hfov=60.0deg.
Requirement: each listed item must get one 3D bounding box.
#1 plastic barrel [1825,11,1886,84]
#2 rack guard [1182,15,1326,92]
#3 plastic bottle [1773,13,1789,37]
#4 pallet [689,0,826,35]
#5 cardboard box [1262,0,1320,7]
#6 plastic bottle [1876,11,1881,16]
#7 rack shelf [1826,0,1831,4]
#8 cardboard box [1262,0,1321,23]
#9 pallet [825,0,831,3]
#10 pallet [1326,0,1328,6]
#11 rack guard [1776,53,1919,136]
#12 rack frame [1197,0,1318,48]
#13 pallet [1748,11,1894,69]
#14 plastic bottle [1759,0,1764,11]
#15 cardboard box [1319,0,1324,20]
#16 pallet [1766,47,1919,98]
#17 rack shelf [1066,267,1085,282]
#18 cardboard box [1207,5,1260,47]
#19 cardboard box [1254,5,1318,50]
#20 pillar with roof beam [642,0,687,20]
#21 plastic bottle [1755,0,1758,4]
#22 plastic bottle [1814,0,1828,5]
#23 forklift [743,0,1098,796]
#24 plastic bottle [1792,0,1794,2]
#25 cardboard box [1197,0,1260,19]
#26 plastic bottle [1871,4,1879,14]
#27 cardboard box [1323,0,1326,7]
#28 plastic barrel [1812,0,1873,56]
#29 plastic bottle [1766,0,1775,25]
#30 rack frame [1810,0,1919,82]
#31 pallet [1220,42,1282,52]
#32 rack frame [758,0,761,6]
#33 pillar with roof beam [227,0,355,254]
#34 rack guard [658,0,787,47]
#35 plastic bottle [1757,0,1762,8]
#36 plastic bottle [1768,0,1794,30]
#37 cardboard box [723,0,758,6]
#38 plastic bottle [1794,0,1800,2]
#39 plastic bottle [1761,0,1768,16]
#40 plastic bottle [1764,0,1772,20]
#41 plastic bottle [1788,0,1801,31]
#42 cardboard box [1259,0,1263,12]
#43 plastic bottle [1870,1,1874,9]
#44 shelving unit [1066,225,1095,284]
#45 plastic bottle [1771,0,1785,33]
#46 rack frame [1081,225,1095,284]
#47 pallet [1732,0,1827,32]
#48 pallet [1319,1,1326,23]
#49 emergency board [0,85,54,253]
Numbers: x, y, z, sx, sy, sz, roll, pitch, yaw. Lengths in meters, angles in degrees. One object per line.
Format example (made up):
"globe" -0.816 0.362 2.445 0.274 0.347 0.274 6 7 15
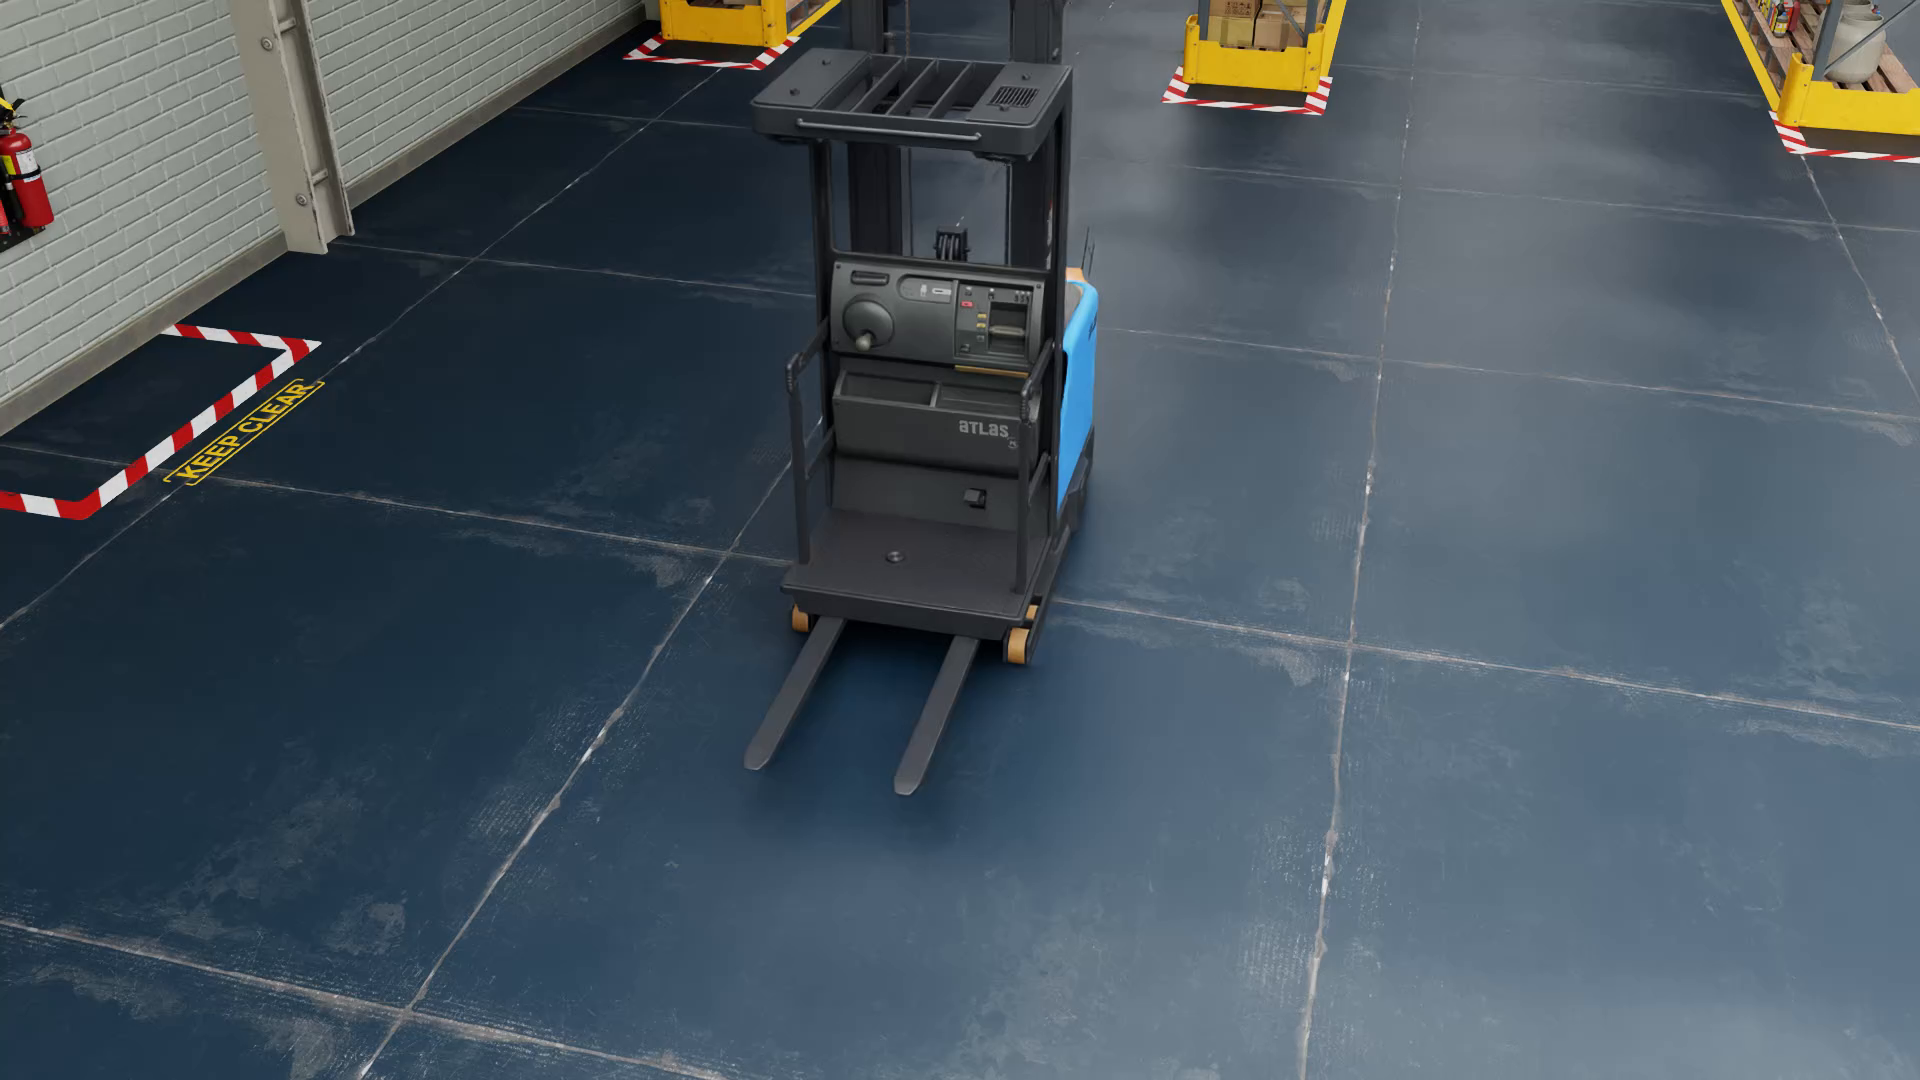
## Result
"plastic barrel" 7.433 -4.094 13.821 0.421 0.512 0.421 0 32 0
"rack guard" 2.544 -4.224 14.428 1.175 0.500 0.348 8 33 12
"plastic bottle" 7.382 -4.632 14.939 0.097 0.201 0.097 0 32 0
"pallet" -1.983 -5.243 16.301 1.003 0.211 1.213 8 33 12
"cardboard box" 3.026 -5.132 14.999 0.500 0.500 0.500 8 33 12
"plastic bottle" 8.102 -4.547 14.740 0.097 0.271 0.097 0 32 0
"rack shelf" 7.848 -5.349 14.539 1.077 0.370 4.000 8 33 12
"cardboard box" 3.025 -4.816 15.201 0.500 0.250 0.500 8 33 12
"pallet" -1.671 -5.874 17.293 1.003 0.211 1.213 8 33 12
"pallet" 3.323 -5.783 17.150 1.003 0.211 1.213 8 33 12
"rack guard" 7.314 -3.606 13.456 1.175 0.500 0.348 8 33 12
"rack frame" 2.550 -5.291 13.777 1.000 3.000 0.127 8 33 12
"pallet" 7.837 -4.536 15.188 1.003 0.211 1.213 8 33 12
"plastic bottle" 7.607 -5.091 15.661 0.097 0.201 0.097 0 32 0
"cardboard box" 3.152 -5.075 15.609 0.500 0.250 0.500 8 33 12
"pallet" 7.525 -3.905 14.195 1.003 0.211 1.213 8 33 12
"rack shelf" 0.550 -1.327 8.621 0.180 0.103 0.258 4 32 -6
"cardboard box" 2.400 -4.626 14.903 0.500 0.250 0.500 8 33 12
"cardboard box" 2.901 -4.556 14.792 0.500 0.250 0.500 8 33 12
"pillar with roof beam" 1.262 -8.390 13.060 9.100 9.000 0.400 8 33 12
"plastic bottle" 7.701 -5.298 15.847 0.144 0.351 0.185 7 33 10
"plastic bottle" 8.272 -5.261 15.858 0.152 0.276 0.135 8 33 12
"forklift" -0.151 -0.911 6.952 1.130 2.935 3.031 8 33 12
"plastic bottle" 7.674 -4.924 15.398 0.097 0.201 0.097 0 32 0
"cardboard box" 2.398 -4.943 14.702 0.500 0.500 0.500 8 33 12
"plastic bottle" 8.177 -4.667 14.918 0.061 0.283 0.133 9 33 13
"cardboard box" 3.283 -5.334 16.016 0.500 0.250 0.500 8 33 12
"plastic barrel" 7.560 -4.354 14.231 0.421 0.512 0.421 0 32 0
"plastic bottle" 7.508 -4.863 15.232 0.152 0.276 0.135 7 33 11
"rack frame" 7.340 -4.615 12.713 1.000 3.000 0.127 8 33 12
"pallet" 2.703 -4.517 15.158 1.003 0.211 1.213 8 33 12
"rack frame" -2.243 -5.964 14.835 1.000 3.000 0.127 8 33 12
"pillar with roof beam" -0.260 -5.277 8.162 9.100 9.000 0.400 8 33 12
"rack guard" -2.223 -4.948 15.567 1.175 0.500 0.348 8 33 12
"plastic bottle" 7.619 -5.189 15.739 0.061 0.283 0.133 9 34 15
"plastic bottle" 7.473 -4.791 15.119 0.152 0.276 0.135 8 33 13
"cardboard box" -1.980 -5.361 15.984 0.500 0.311 0.500 4 33 7
"plastic bottle" 7.743 -5.039 15.509 0.152 0.276 0.135 8 33 12
"plastic bottle" 7.593 -5.077 15.500 0.144 0.351 0.185 8 33 12
"plastic bottle" 7.546 -4.981 15.348 0.144 0.351 0.185 9 34 14
"plastic bottle" 7.576 -4.780 15.094 0.061 0.283 0.133 8 33 12
"cardboard box" 2.515 -4.888 15.314 0.500 0.250 0.500 8 33 12
"plastic bottle" 8.189 -4.725 15.020 0.097 0.271 0.097 0 32 0
"shelving unit" 0.515 -1.062 8.788 0.189 1.200 0.258 4 32 -6
"plastic bottle" 7.394 -4.730 15.016 0.061 0.283 0.133 9 33 14
"rack frame" 0.606 -1.056 8.798 0.006 1.200 0.240 4 32 -6
"pallet" 8.145 -5.171 16.187 1.003 0.211 1.213 8 33 12
"pallet" 3.015 -5.148 16.151 1.003 0.211 1.213 8 33 12
"emergency board" -5.088 -2.054 8.685 0.194 1.169 0.643 8 33 12
